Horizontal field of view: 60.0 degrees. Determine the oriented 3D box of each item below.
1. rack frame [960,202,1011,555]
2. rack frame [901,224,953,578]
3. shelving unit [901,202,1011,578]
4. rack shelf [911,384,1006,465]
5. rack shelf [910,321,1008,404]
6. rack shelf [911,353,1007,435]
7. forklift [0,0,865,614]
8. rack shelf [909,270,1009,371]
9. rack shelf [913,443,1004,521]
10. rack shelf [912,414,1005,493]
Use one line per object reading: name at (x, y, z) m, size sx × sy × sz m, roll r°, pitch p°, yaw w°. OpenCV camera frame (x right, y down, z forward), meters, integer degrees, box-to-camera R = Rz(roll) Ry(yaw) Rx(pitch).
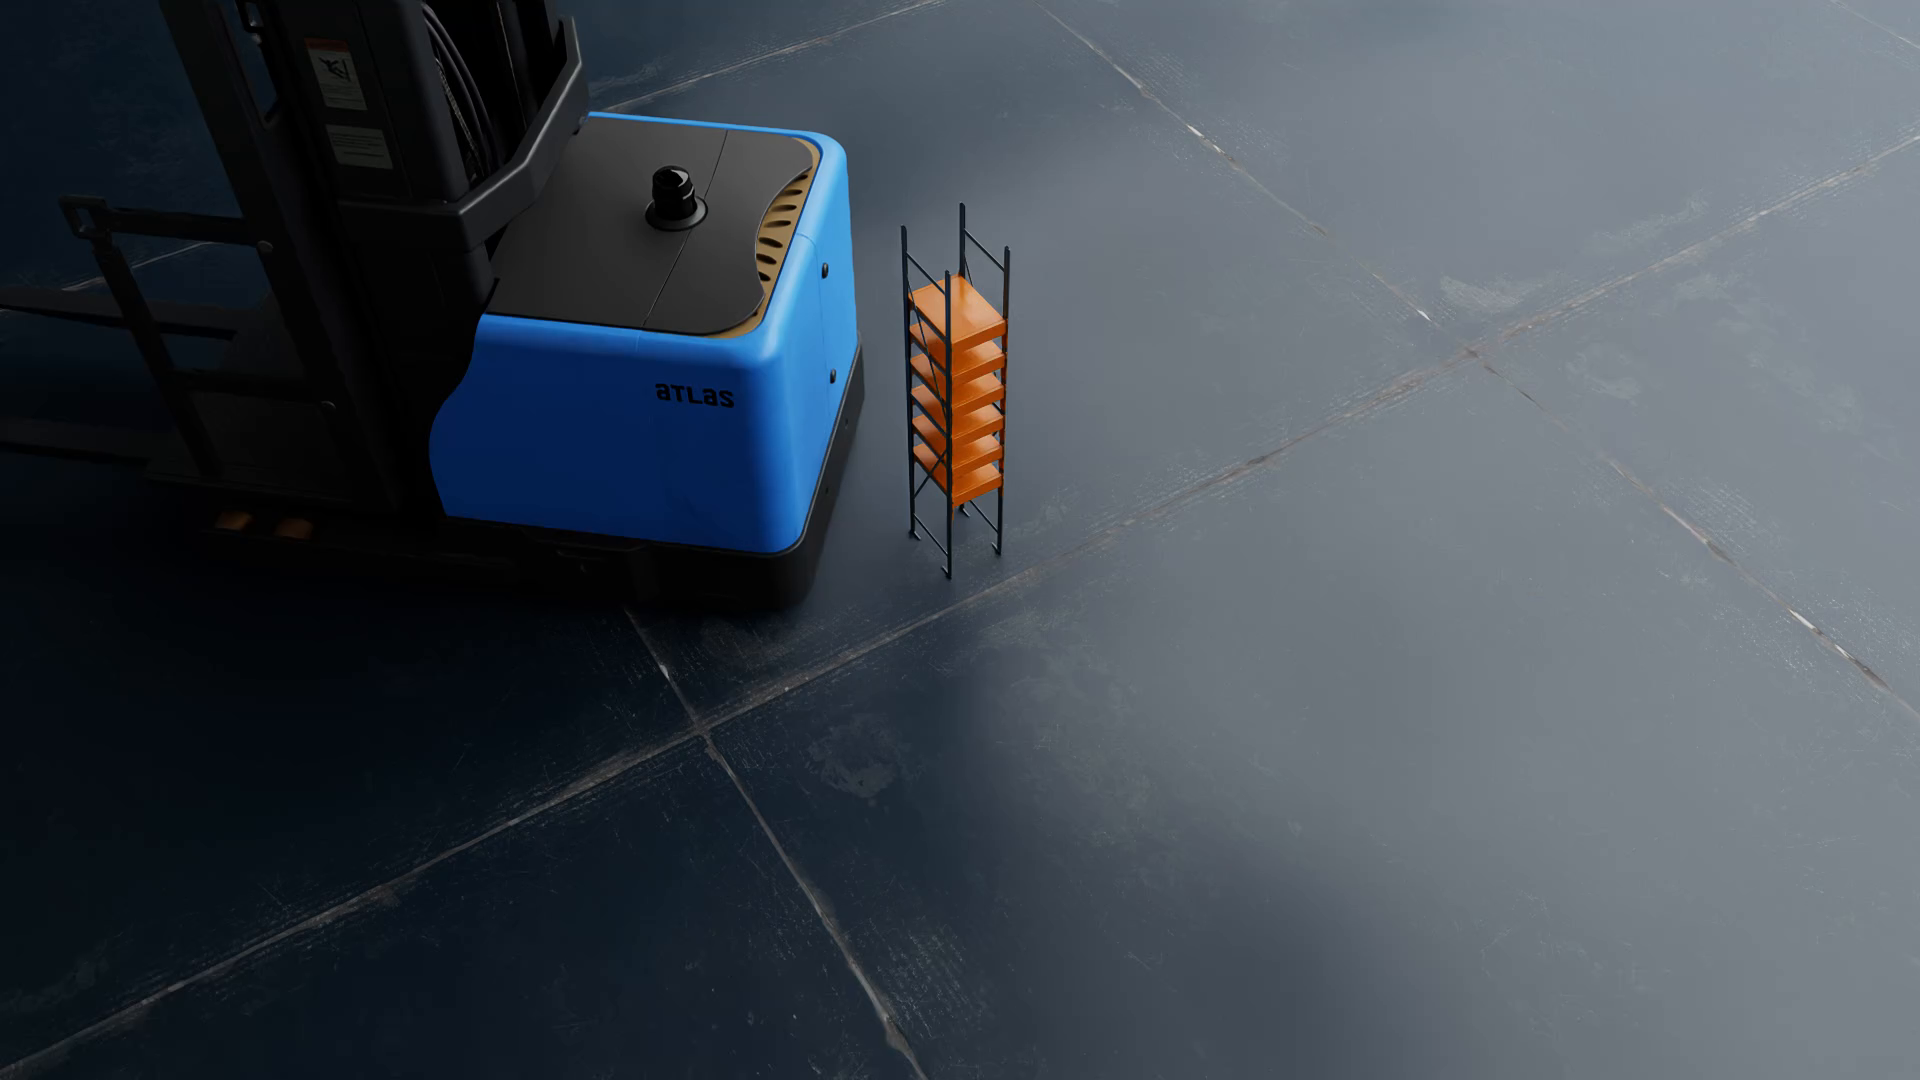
rack frame at (0.065, -0.430, 4.829) m, size 0.006 × 1.200 × 0.240 m, roll -25°, pitch 53°, yaw -21°
rack frame at (-0.090, -0.357, 4.764) m, size 0.006 × 1.200 × 0.240 m, roll -25°, pitch 53°, yaw -21°
shelving unit at (-0.012, -0.393, 4.797) m, size 0.189 × 1.200 × 0.258 m, roll -25°, pitch 53°, yaw -21°
rack shelf at (-0.012, -0.364, 4.830) m, size 0.180 × 0.103 × 0.258 m, roll -25°, pitch 53°, yaw -21°
rack shelf at (-0.012, -0.523, 4.651) m, size 0.180 × 0.103 × 0.258 m, roll -25°, pitch 53°, yaw -21°
rack shelf at (-0.012, -0.444, 4.740) m, size 0.180 × 0.103 × 0.258 m, roll -25°, pitch 53°, yaw -21°
forklift at (-1.882, -1.269, 4.417) m, size 3.031 × 2.935 × 1.130 m, roll 7°, pitch 49°, yaw 6°
rack shelf at (-0.012, -0.603, 4.561) m, size 0.180 × 0.103 × 0.258 m, roll -25°, pitch 53°, yaw -21°
rack shelf at (-0.012, -0.204, 5.009) m, size 0.180 × 0.103 × 0.258 m, roll -25°, pitch 53°, yaw -21°
rack shelf at (-0.012, -0.284, 4.920) m, size 0.180 × 0.103 × 0.258 m, roll -25°, pitch 53°, yaw -21°
